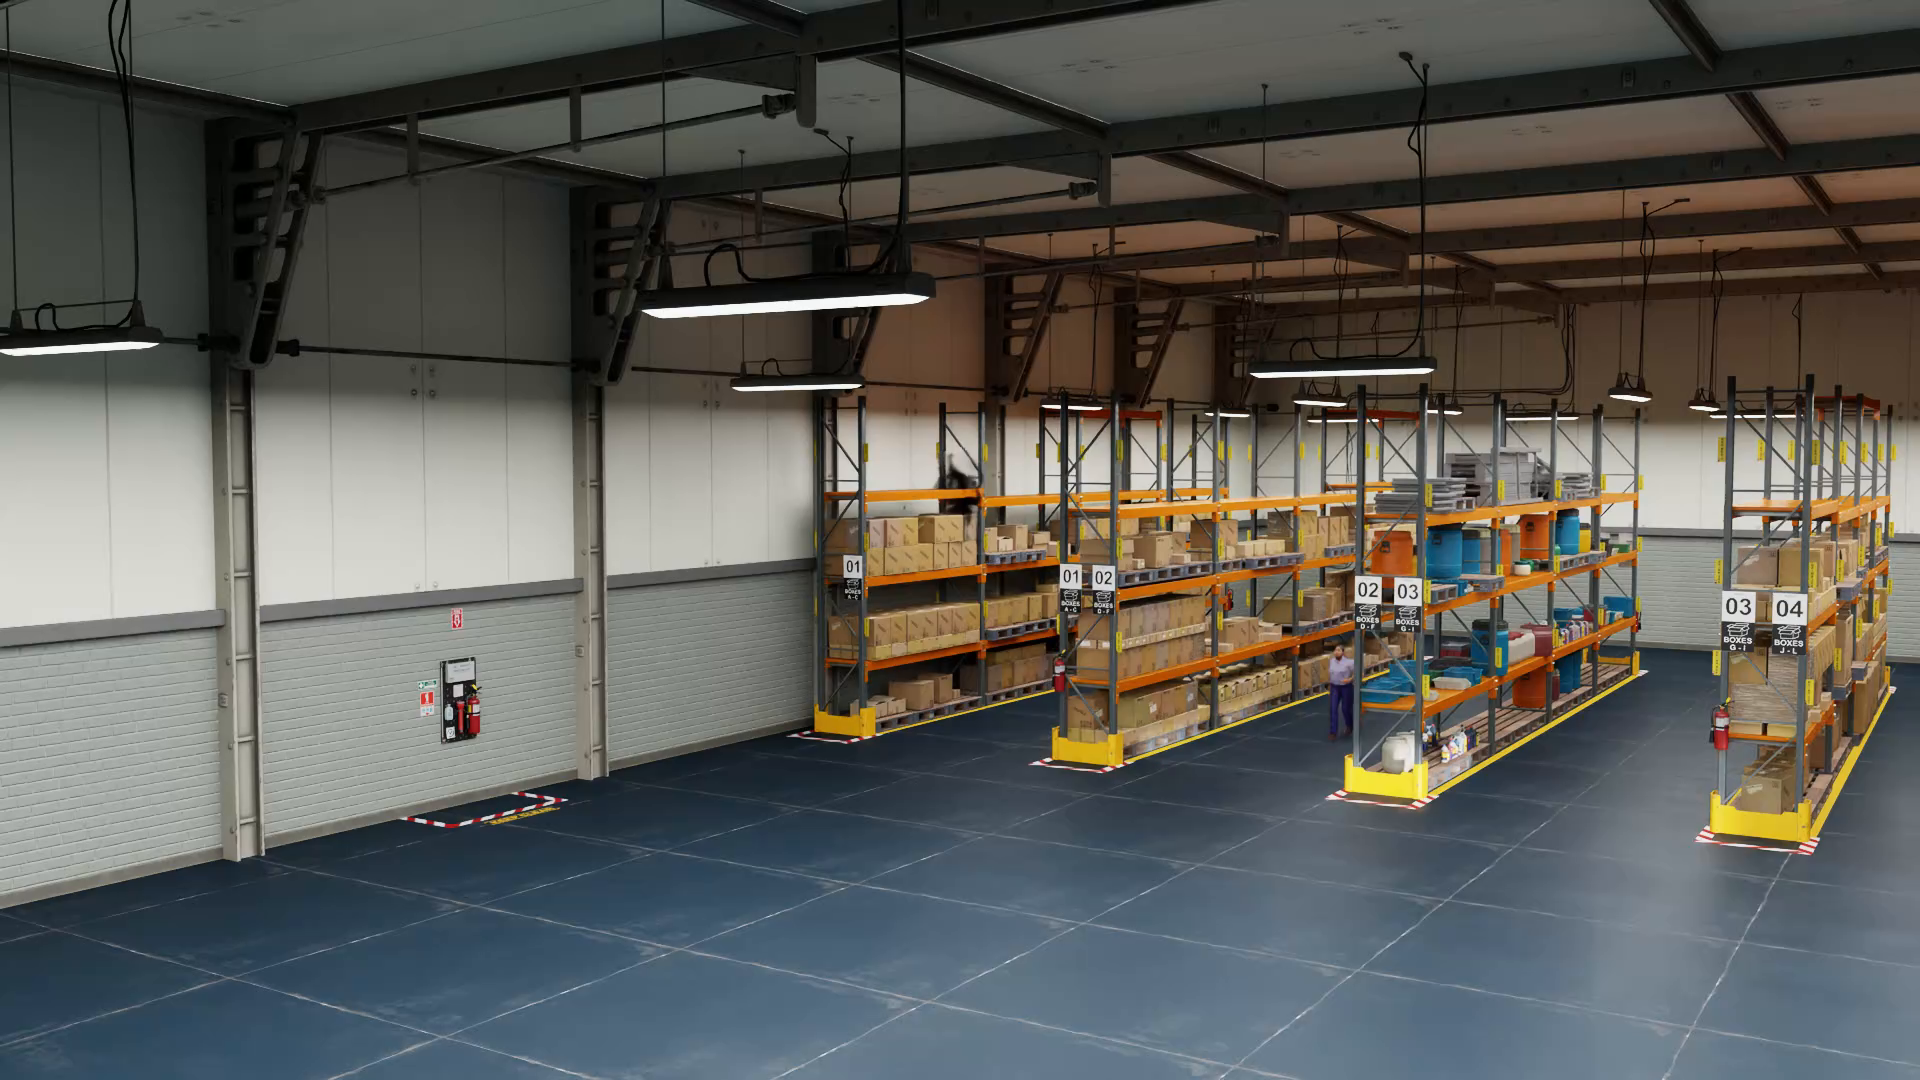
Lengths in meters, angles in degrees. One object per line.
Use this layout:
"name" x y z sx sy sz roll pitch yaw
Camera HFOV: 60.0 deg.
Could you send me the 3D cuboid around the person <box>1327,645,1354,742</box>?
"person" 6.693 2.659 29.042 0.601 1.686 0.792 2 3 30
